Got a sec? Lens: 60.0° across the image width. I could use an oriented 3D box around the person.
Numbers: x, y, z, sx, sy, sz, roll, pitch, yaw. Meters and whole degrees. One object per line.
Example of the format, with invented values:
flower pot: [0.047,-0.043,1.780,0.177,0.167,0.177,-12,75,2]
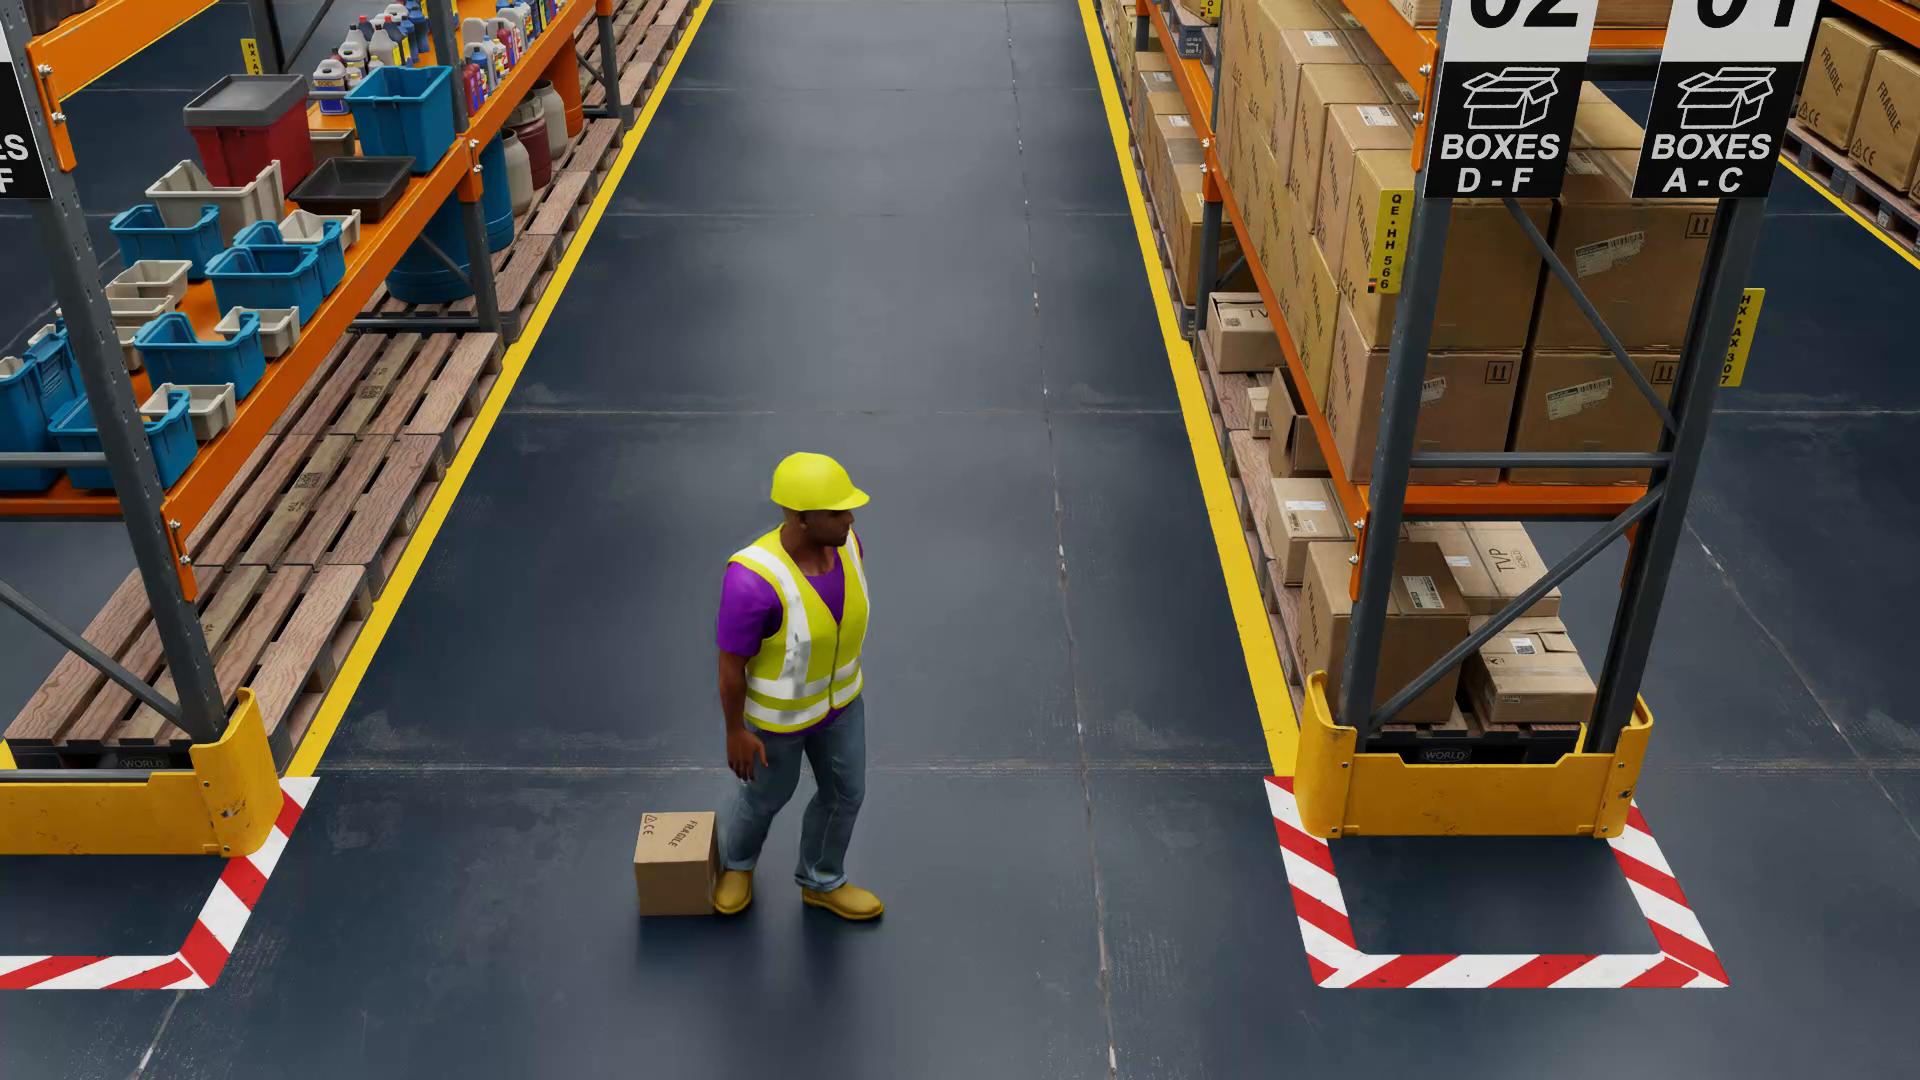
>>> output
person: [-1.807,-3.478,11.826,12.855,1.757,9.965,26,40,36]
